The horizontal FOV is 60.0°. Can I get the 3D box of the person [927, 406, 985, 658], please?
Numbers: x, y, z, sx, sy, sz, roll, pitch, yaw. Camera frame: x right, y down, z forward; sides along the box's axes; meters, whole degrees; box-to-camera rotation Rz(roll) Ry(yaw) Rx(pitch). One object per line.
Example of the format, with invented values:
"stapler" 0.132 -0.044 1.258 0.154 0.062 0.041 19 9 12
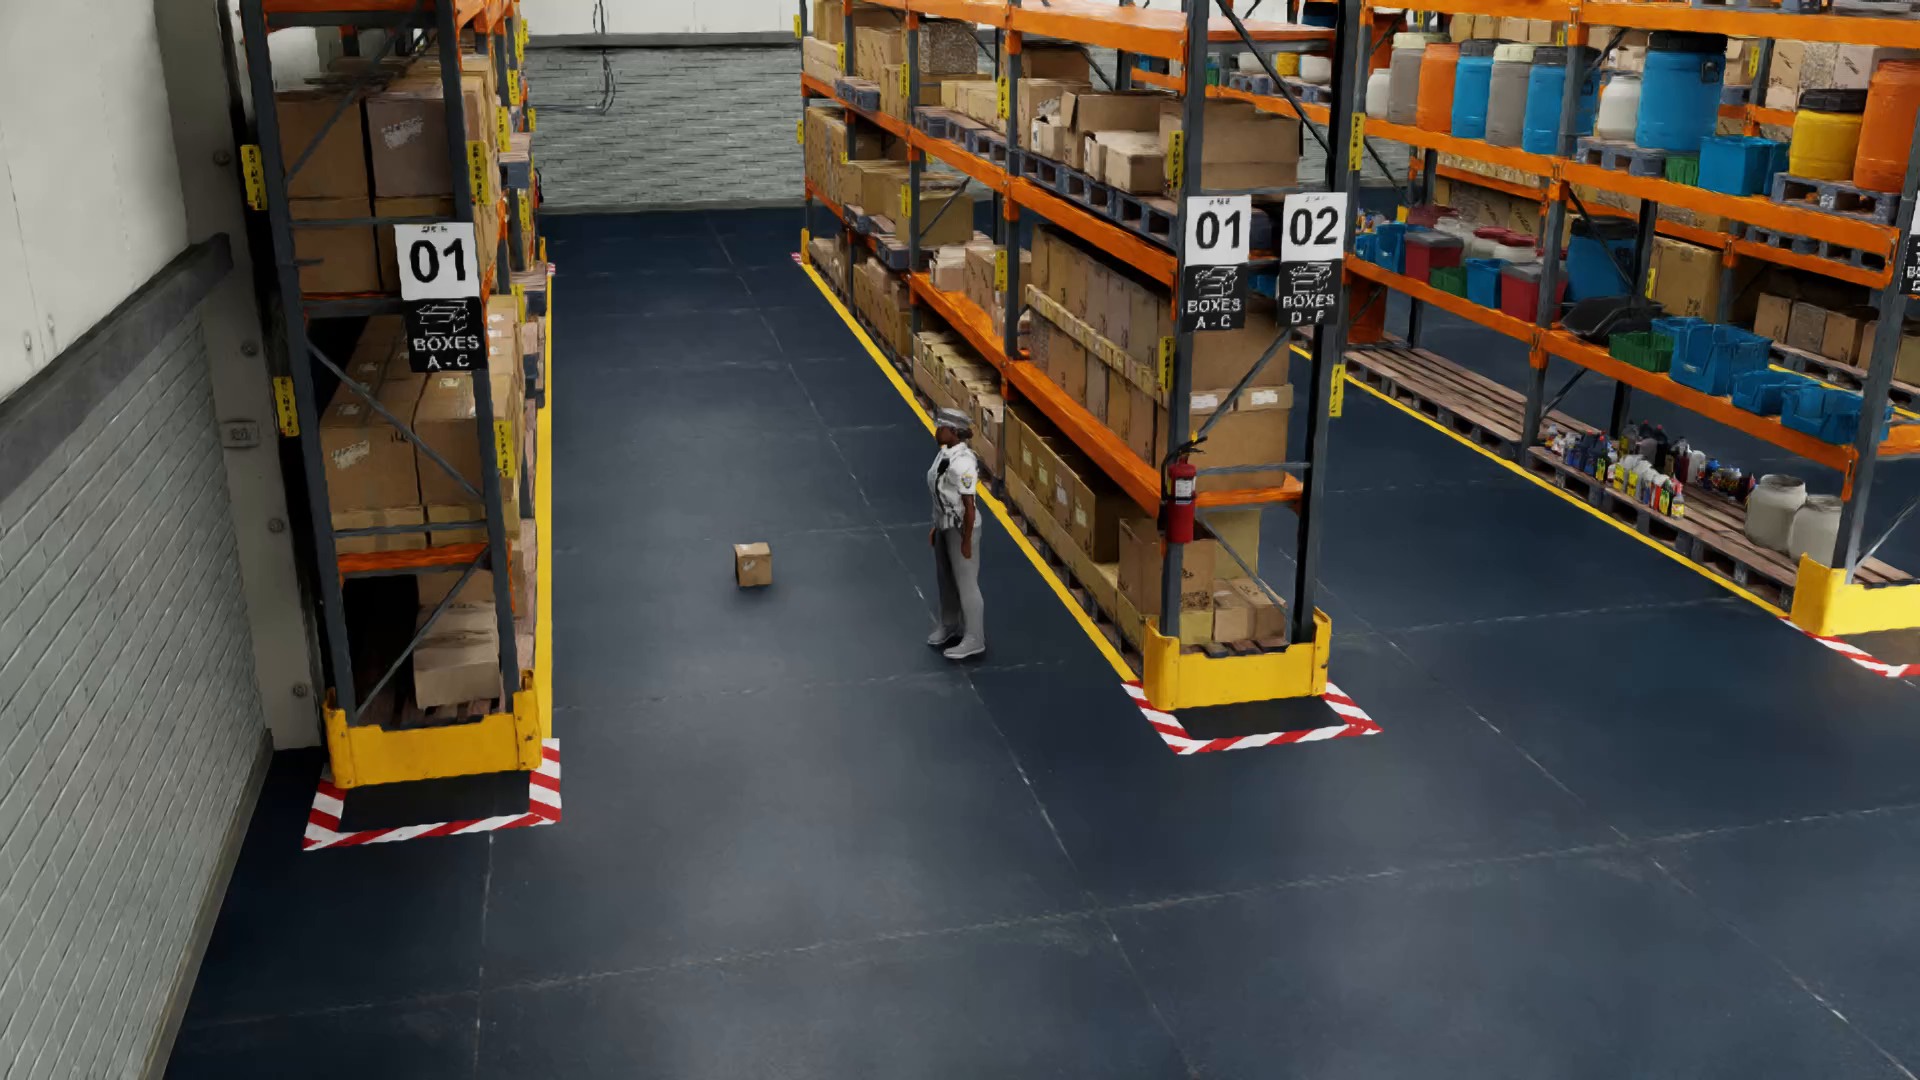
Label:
"person" -0.033 -0.069 11.195 0.368 1.685 0.491 -6 21 -17
